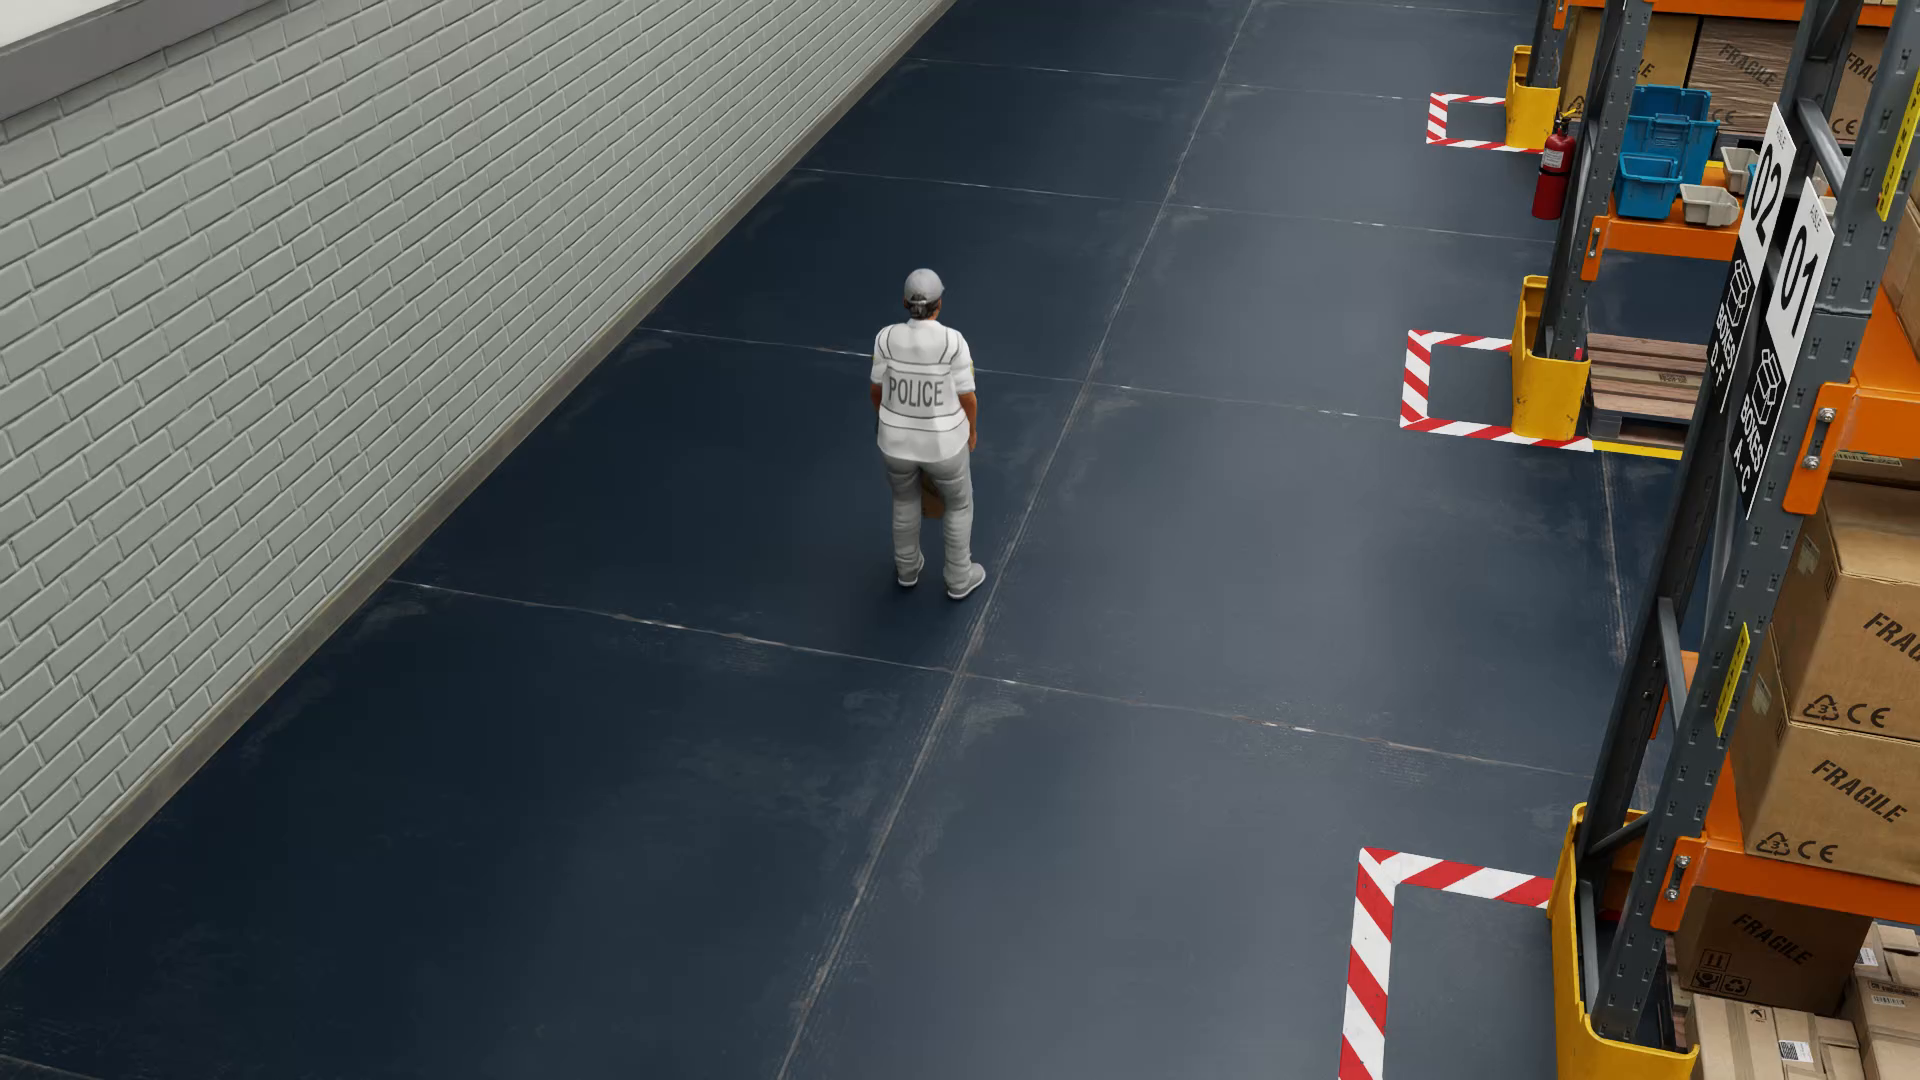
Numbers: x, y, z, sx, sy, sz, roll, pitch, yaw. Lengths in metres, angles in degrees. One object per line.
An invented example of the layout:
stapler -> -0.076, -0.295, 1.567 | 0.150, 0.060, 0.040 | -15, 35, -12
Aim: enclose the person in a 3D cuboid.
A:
person -> -0.152, -0.482, 7.872 | 0.528, 1.669, 0.452 | 7, 34, 11
